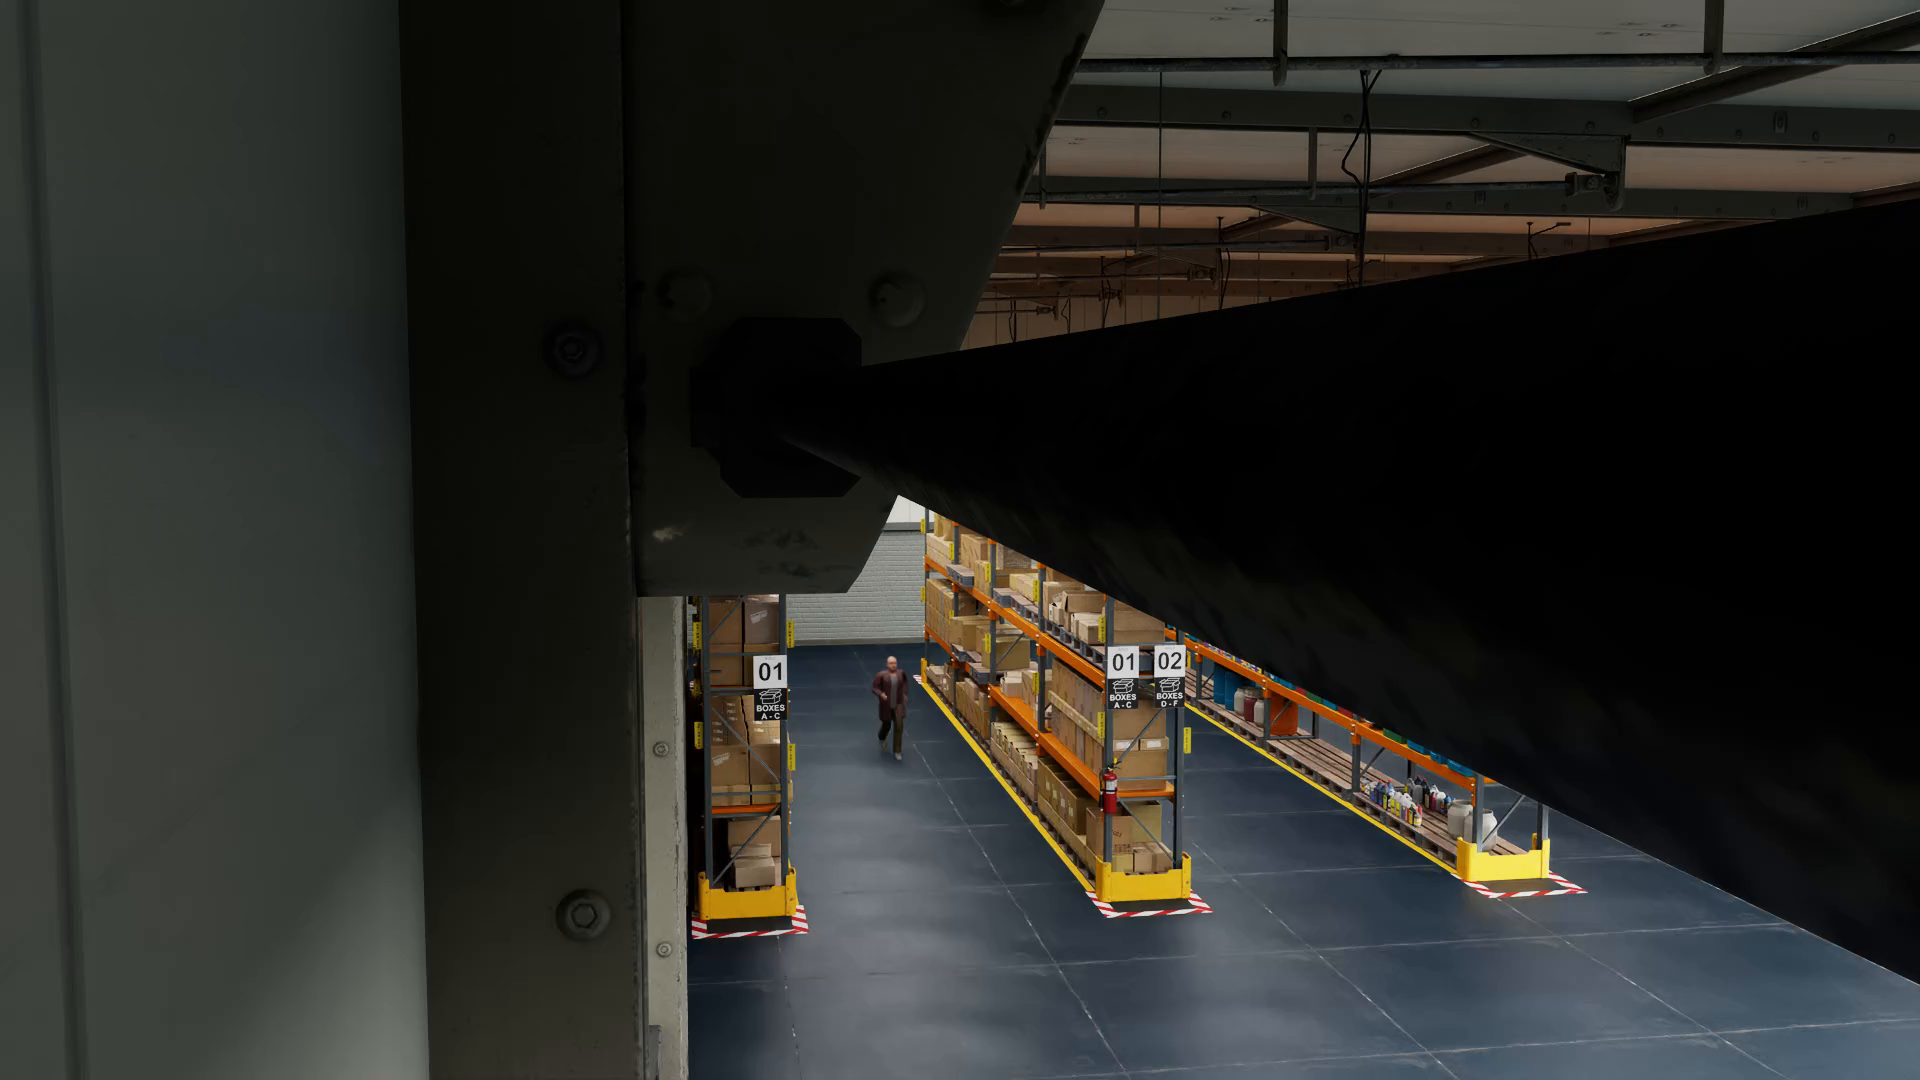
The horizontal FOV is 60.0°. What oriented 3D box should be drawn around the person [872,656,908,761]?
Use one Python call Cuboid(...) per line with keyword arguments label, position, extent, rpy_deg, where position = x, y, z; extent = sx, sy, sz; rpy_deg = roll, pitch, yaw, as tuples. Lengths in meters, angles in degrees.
Cuboid(label="person", position=(-1.210, 2.889, 28.998), extent=(0.690, 1.771, 1.042), rpy_deg=(-1, 5, -15))
